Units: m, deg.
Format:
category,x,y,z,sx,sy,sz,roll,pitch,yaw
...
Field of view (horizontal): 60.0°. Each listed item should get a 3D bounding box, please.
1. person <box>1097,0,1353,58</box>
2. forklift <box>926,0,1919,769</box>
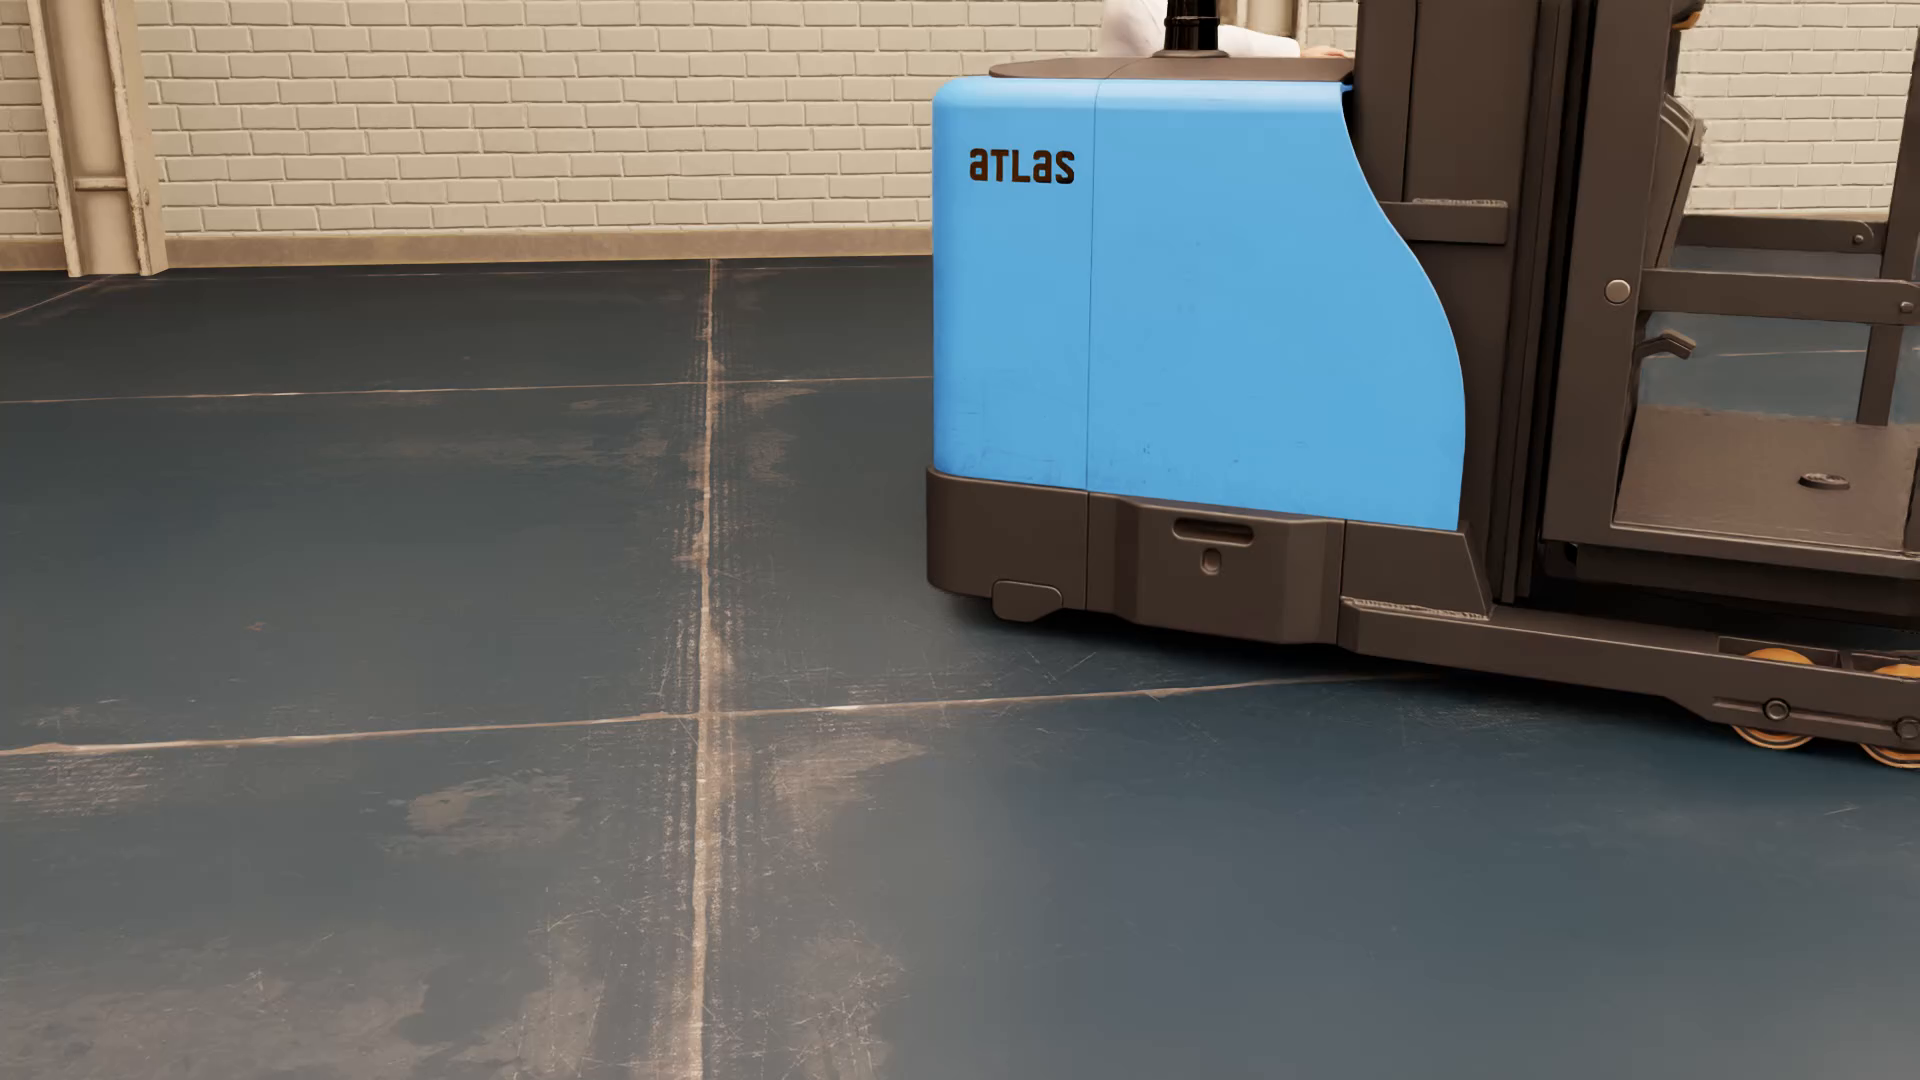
category,x,y,z,sx,sy,sz,roll,pitch,yaw
person,0.717,-0.924,4.409,0.781,1.573,1.288,3,17,9
forklift,1.496,-1.203,2.879,3.031,2.935,1.130,7,18,22
